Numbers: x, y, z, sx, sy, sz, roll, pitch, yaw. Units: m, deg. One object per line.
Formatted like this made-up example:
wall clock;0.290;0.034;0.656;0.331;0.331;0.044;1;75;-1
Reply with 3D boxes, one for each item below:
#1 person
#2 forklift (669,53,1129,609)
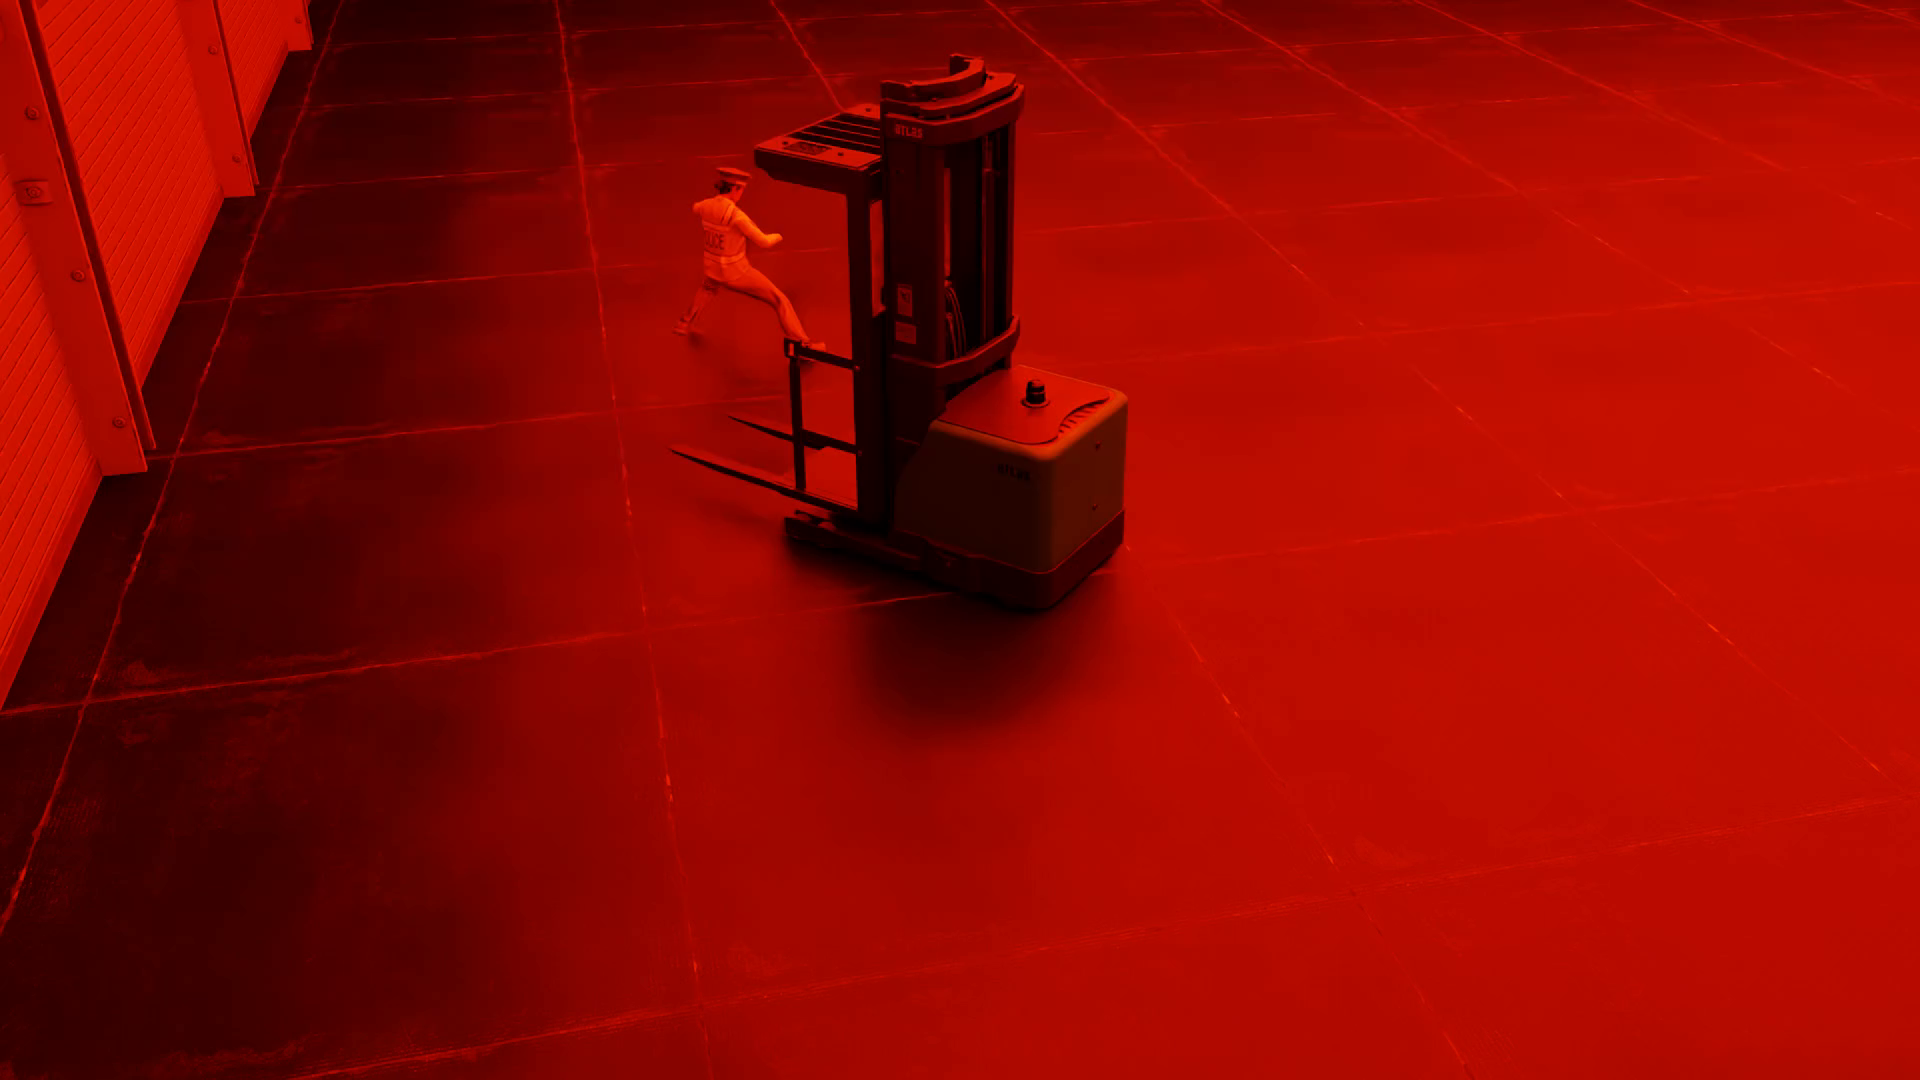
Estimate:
person;-1.692;-2.177;12.792;1.219;1.463;0.704;23;37;34
forklift;-0.498;-1.419;10.025;3.031;2.935;1.130;18;35;28
